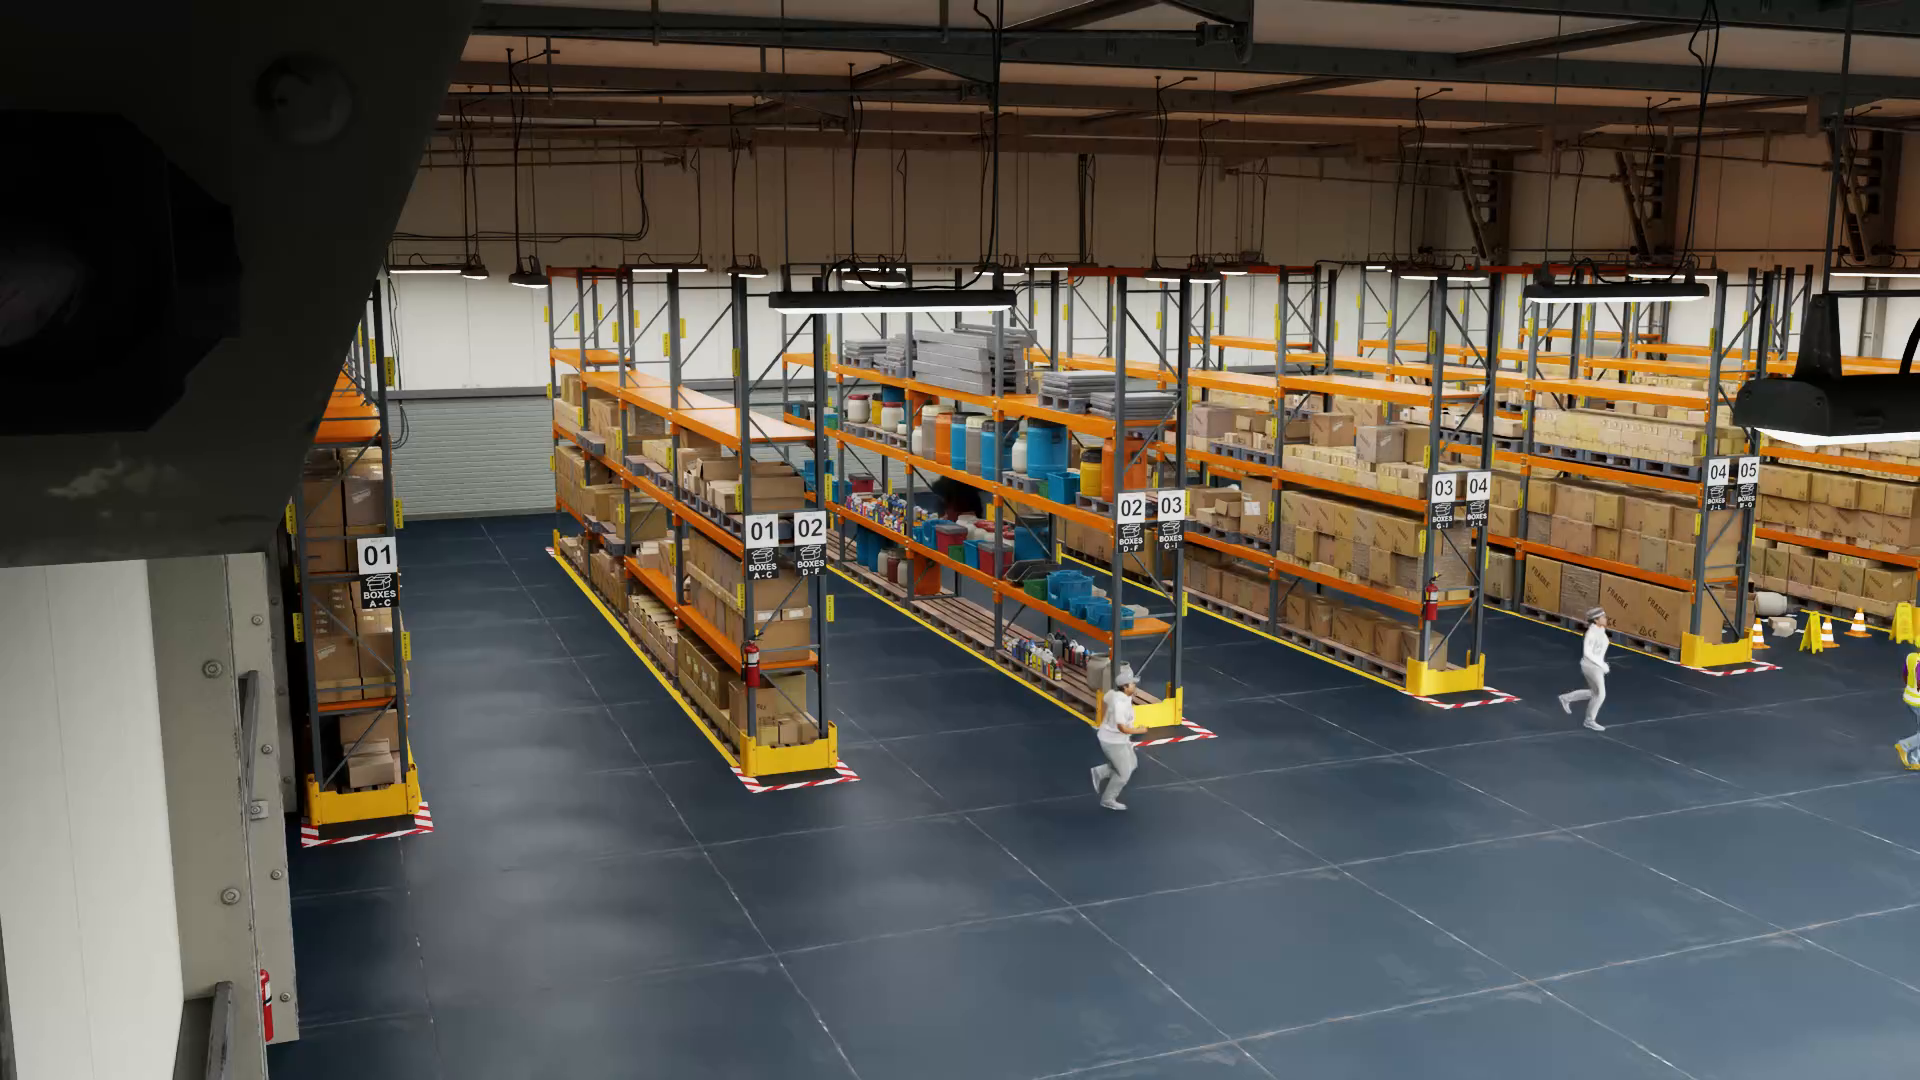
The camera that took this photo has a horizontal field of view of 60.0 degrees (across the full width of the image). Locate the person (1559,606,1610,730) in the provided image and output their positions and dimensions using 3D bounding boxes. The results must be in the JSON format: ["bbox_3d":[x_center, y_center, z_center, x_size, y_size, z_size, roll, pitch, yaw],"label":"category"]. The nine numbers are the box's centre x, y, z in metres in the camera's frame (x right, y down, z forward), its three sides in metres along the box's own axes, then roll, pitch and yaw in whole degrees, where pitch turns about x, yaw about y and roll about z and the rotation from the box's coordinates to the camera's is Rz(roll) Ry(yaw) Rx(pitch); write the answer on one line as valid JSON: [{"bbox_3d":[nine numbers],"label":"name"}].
[{"bbox_3d":[8.368,1.688,22.222,0.629,1.686,0.635,5,11,26],"label":"person"}]

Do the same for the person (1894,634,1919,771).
[{"bbox_3d":[11.741,1.979,20.324,0.575,1.719,0.683,2,10,10],"label":"person"}]

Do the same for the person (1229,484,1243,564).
[{"bbox_3d":[5.441,-0.220,32.832,0.672,1.777,0.703,-4,11,-21],"label":"person"}]

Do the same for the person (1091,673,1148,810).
[{"bbox_3d":[1.824,2.292,18.967,0.612,1.620,0.645,0,10,-1],"label":"person"}]
